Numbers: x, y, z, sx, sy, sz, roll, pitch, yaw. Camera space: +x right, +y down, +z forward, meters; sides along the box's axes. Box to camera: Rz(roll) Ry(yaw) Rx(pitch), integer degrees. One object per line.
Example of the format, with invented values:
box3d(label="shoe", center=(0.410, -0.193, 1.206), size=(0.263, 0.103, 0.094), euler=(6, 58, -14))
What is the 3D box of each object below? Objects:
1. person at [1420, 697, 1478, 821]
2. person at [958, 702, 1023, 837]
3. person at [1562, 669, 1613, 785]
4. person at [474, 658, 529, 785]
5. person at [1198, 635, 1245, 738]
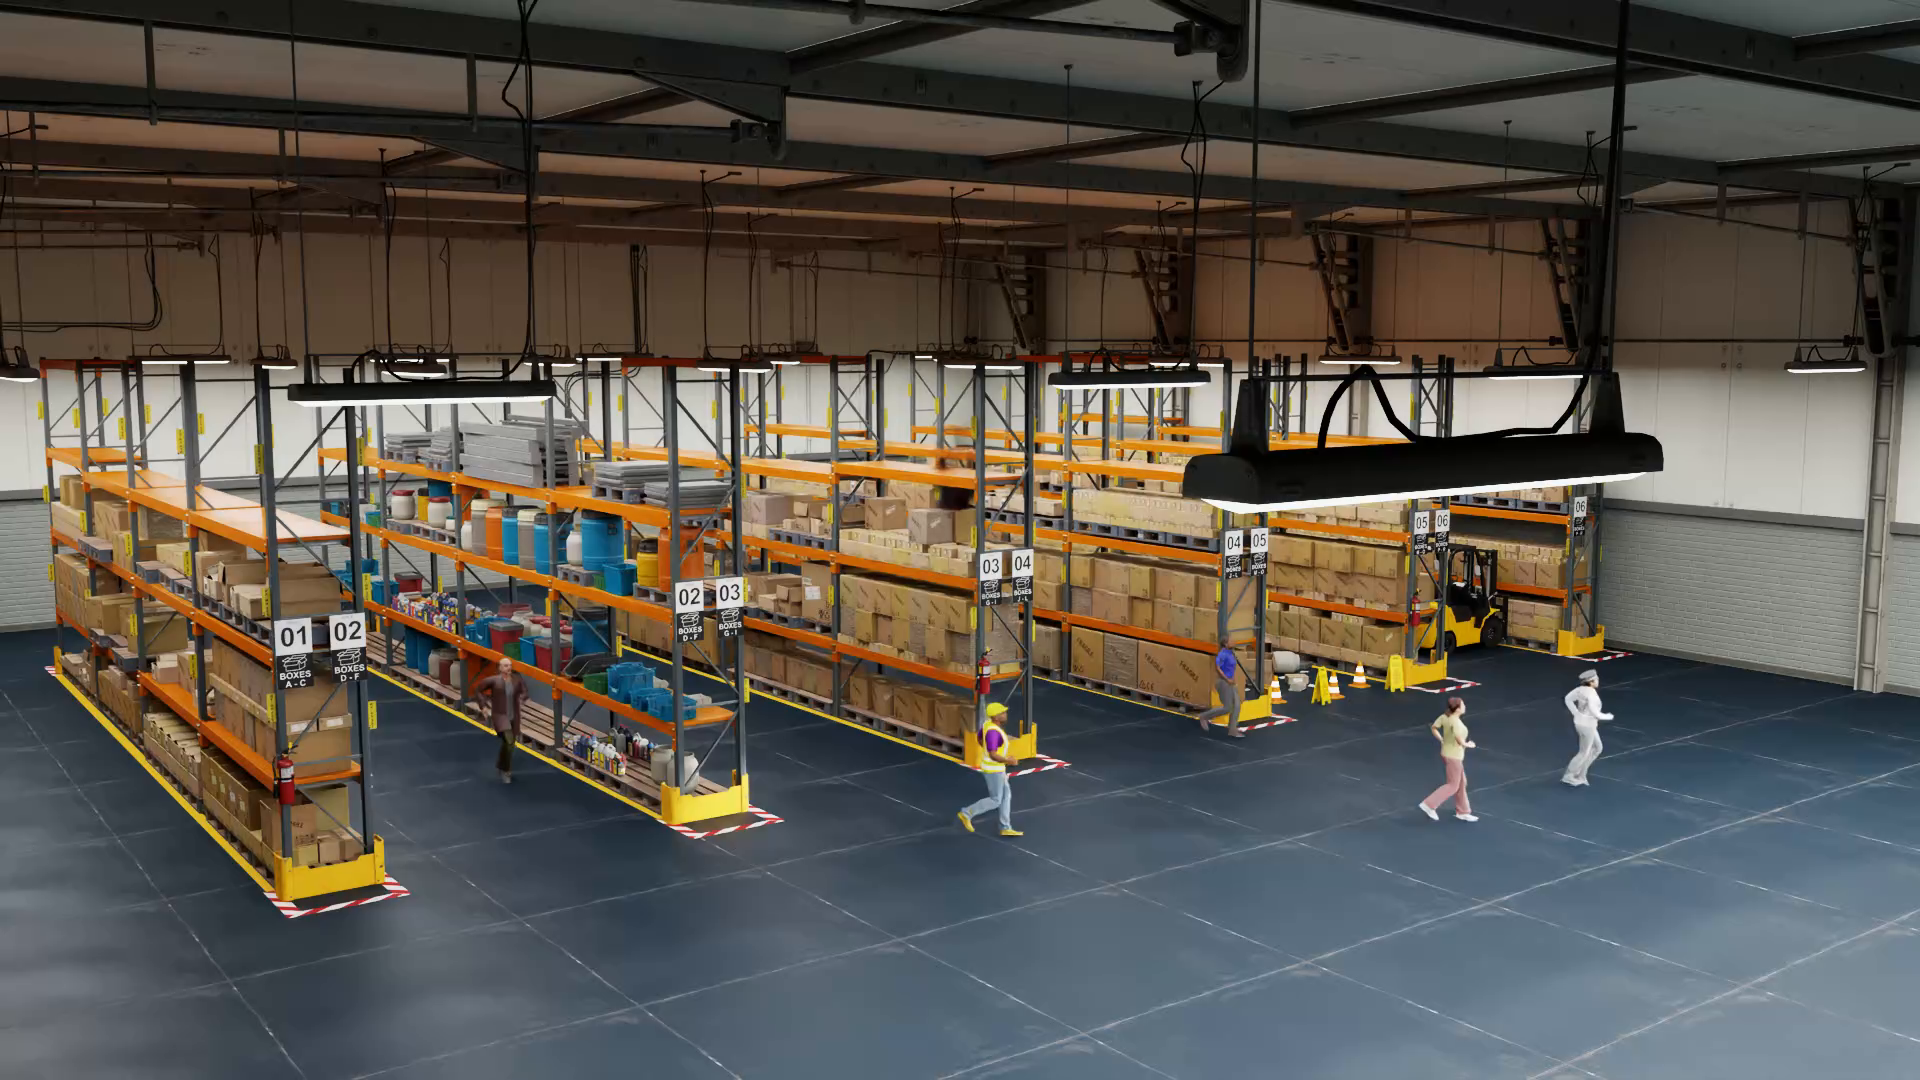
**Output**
box3d(label="person", center=(6.437, 2.888, 21.844), size=(0.846, 1.686, 0.597), euler=(-1, 7, -7))
box3d(label="person", center=(0.384, 2.934, 21.207), size=(0.862, 1.760, 0.708), euler=(-1, 7, -5))
box3d(label="person", center=(8.917, 2.674, 23.637), size=(0.674, 1.714, 0.628), euler=(0, 7, 3))
box3d(label="person", center=(-6.514, 2.591, 23.895), size=(0.746, 1.815, 0.685), euler=(7, 10, 44))
box3d(label="person", center=(4.266, 2.334, 26.760), size=(0.765, 1.605, 0.643), euler=(3, 7, 22))
